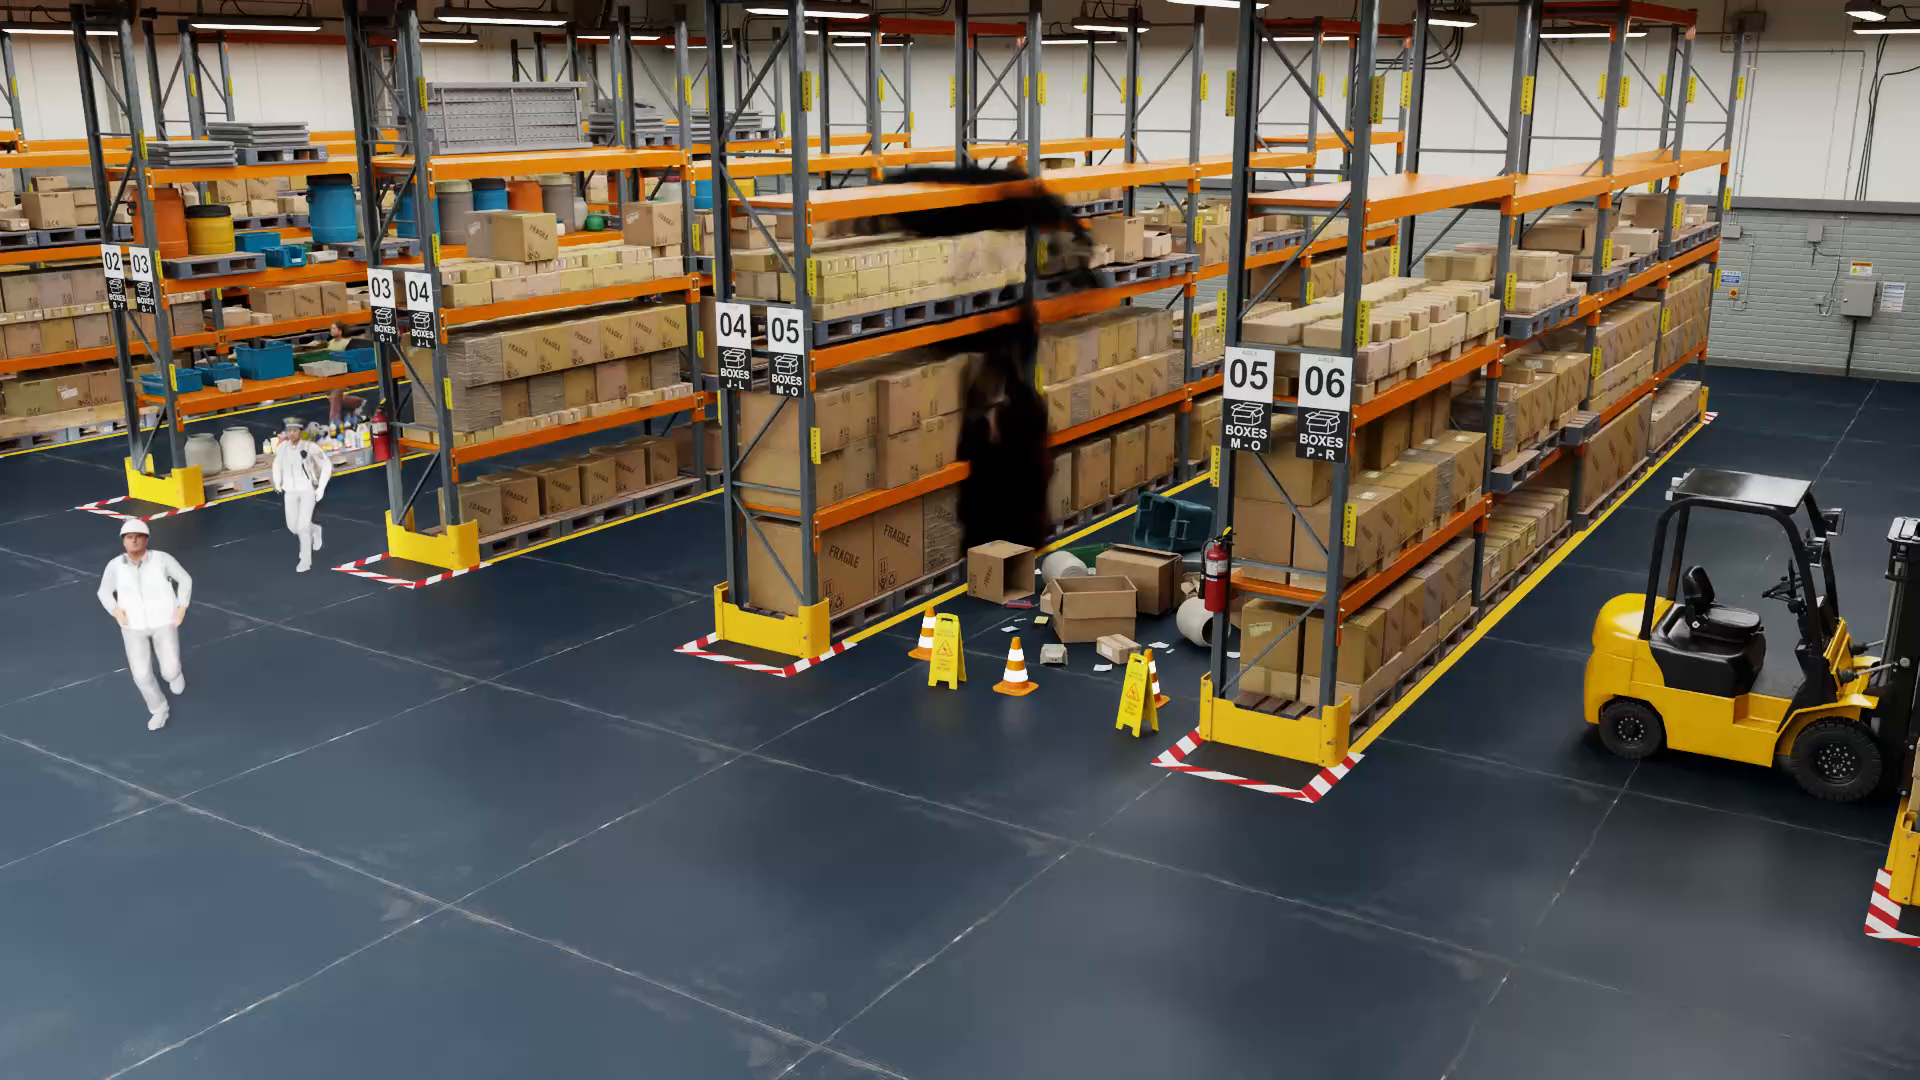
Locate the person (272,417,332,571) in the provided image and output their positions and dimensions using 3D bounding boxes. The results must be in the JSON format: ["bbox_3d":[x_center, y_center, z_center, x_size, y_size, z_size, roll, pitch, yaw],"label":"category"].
[{"bbox_3d":[-7.154,-0.535,18.101,0.657,1.675,0.614,2,16,6],"label":"person"}]

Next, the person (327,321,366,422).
[{"bbox_3d":[-9.327,-2.481,25.109,0.593,1.640,0.875,9,18,29],"label":"person"}]

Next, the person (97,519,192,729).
[{"bbox_3d":[-6.652,0.666,13.639,0.700,1.729,0.583,-6,17,-21],"label":"person"}]
